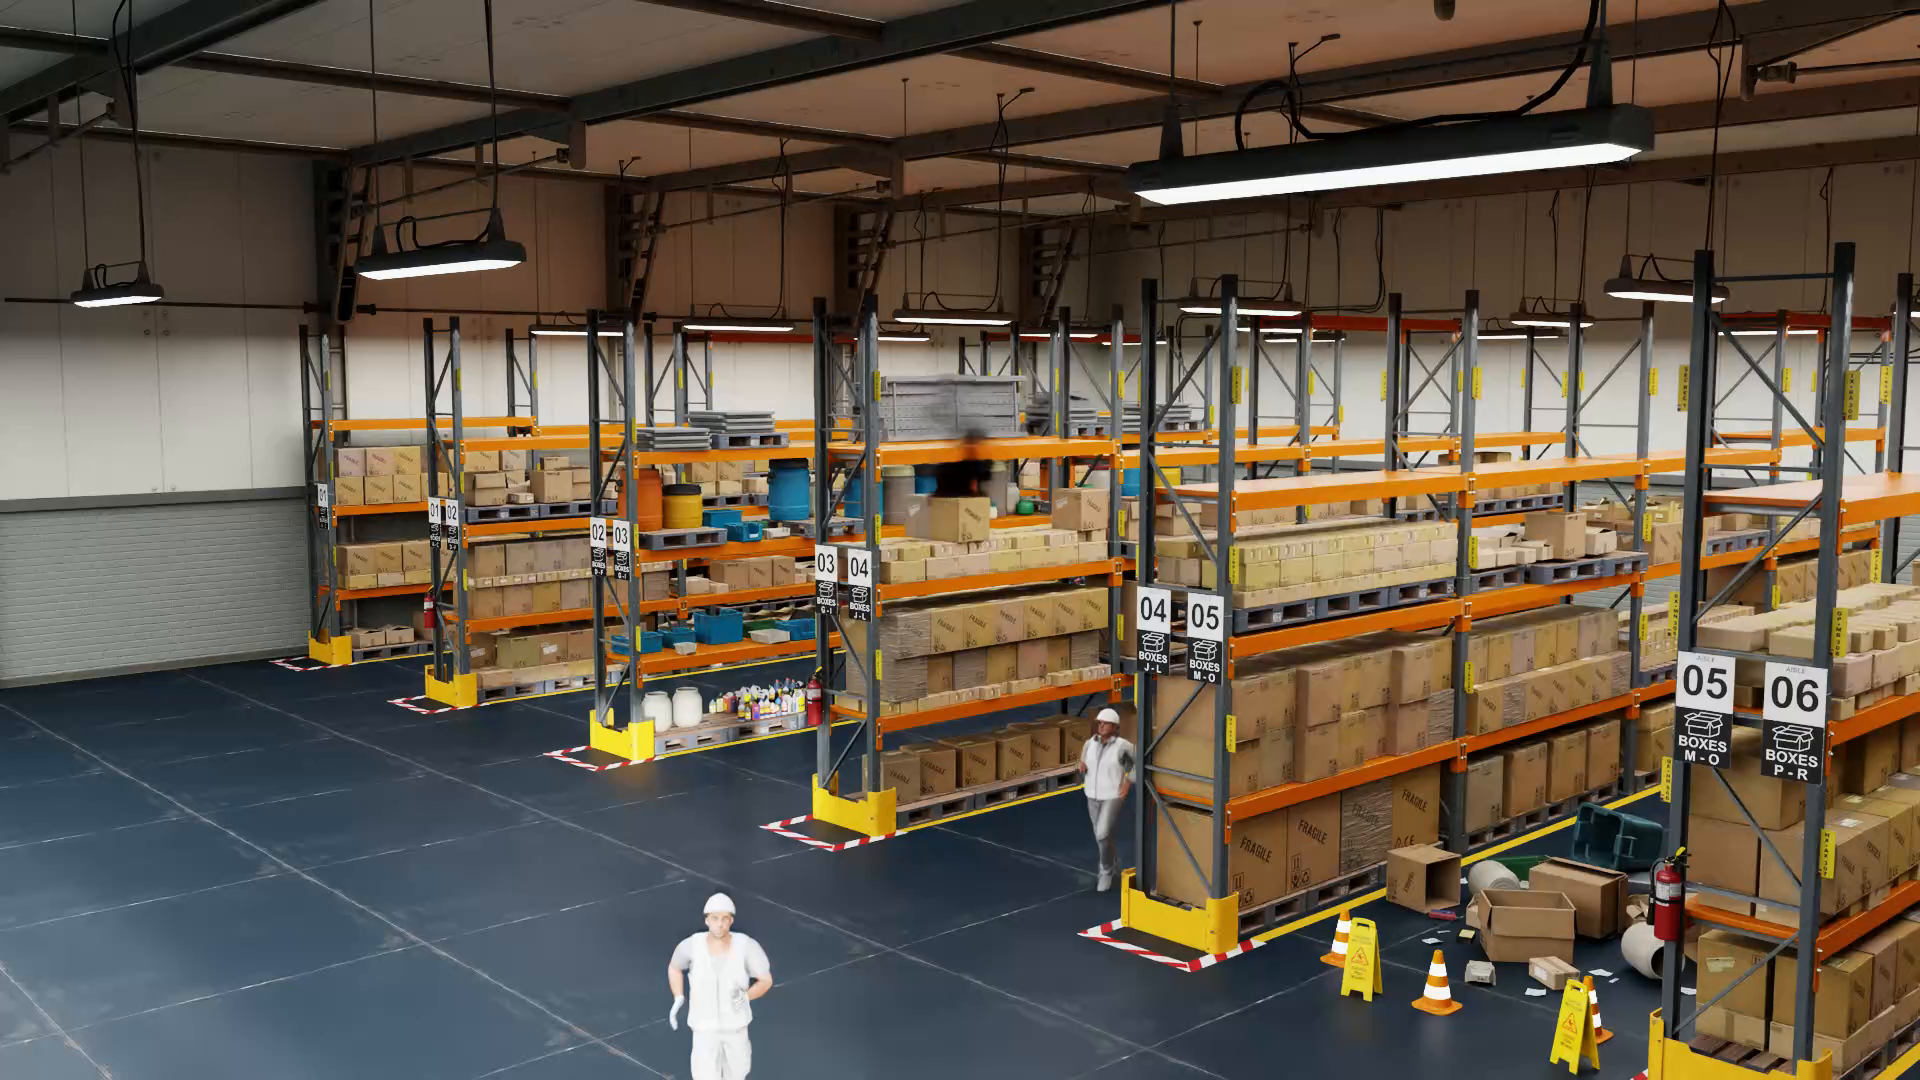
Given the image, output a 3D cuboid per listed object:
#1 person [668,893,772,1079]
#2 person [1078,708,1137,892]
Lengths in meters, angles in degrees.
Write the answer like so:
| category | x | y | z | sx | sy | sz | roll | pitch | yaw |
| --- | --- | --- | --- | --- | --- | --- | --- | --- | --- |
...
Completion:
| category | x | y | z | sx | sy | sz | roll | pitch | yaw |
| --- | --- | --- | --- | --- | --- | --- | --- | --- | --- |
| person | -1.549 | 3.161 | 10.799 | 0.665 | 1.777 | 0.902 | -1 | 6 | -11 |
| person | 1.459 | 2.605 | 16.720 | 0.637 | 1.826 | 0.713 | 5 | 7 | 38 |
